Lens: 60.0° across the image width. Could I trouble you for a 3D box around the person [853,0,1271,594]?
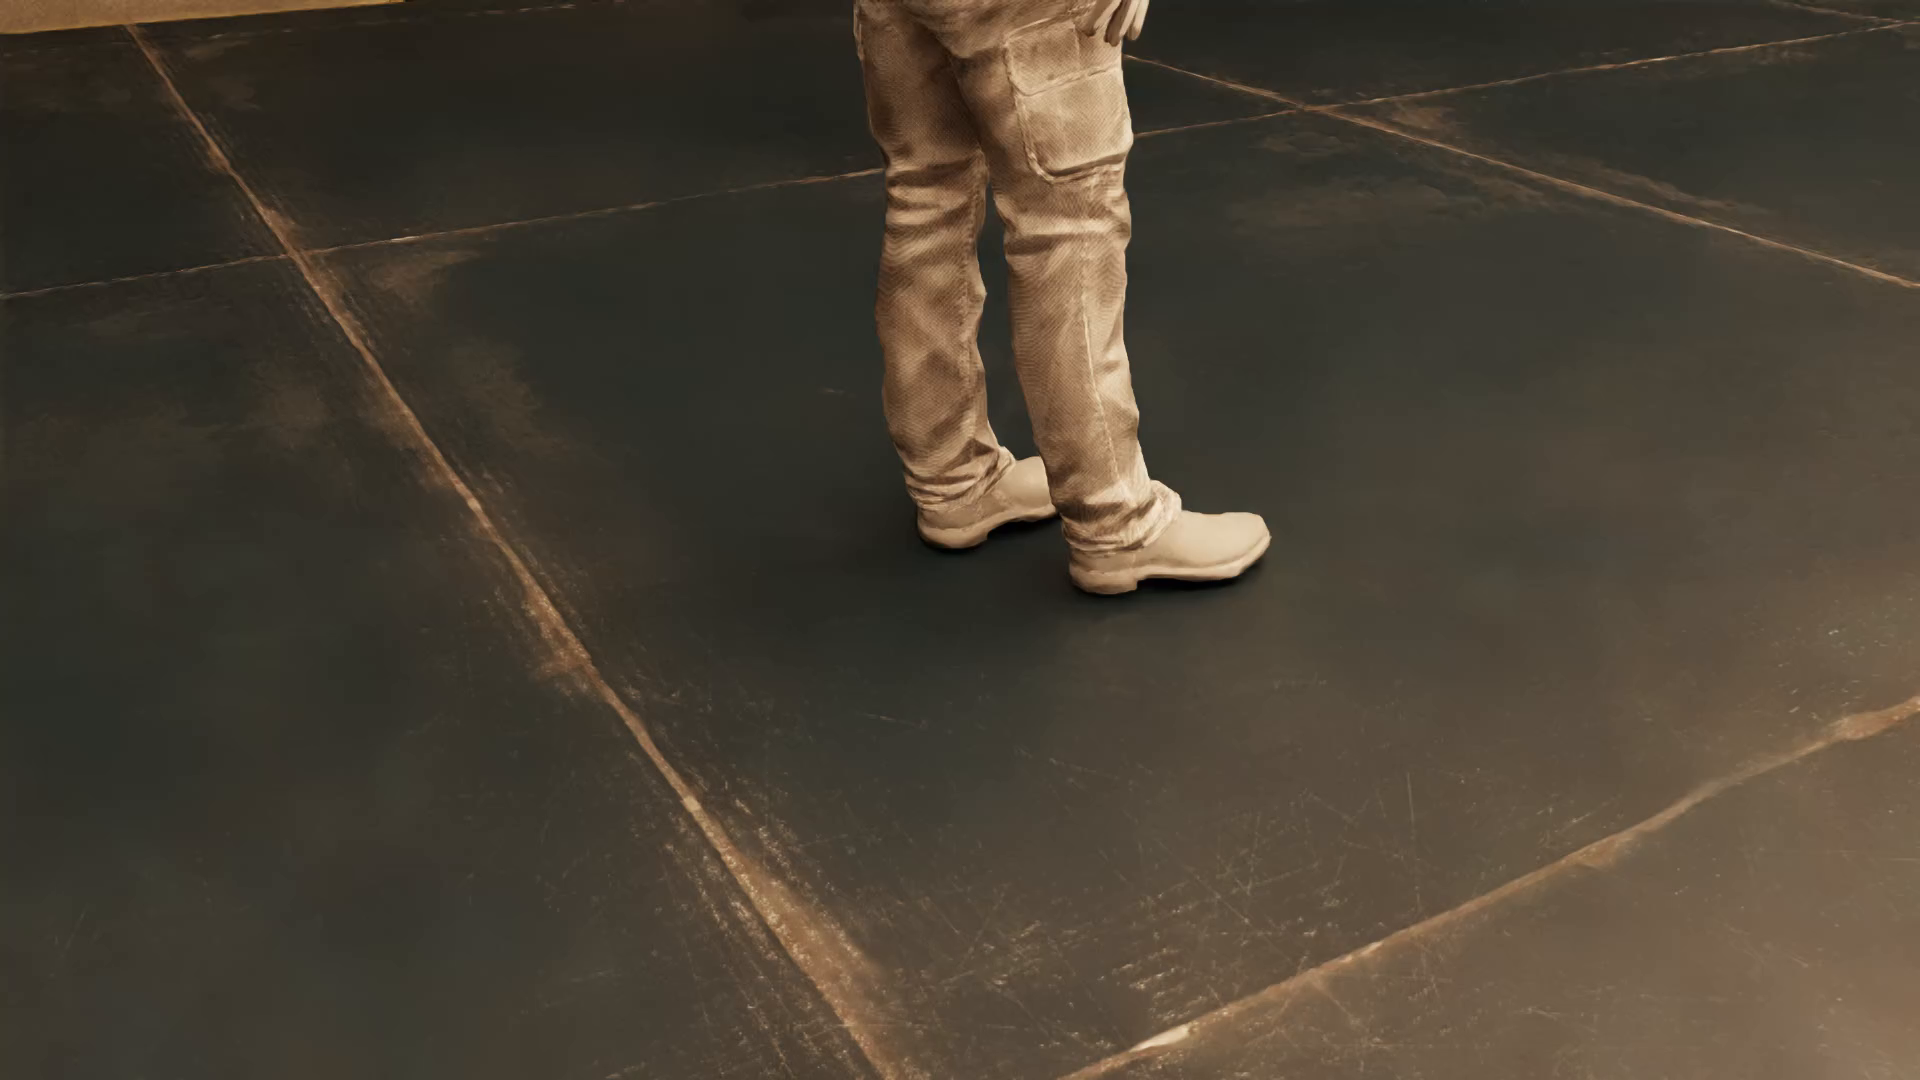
[{"bbox_3d":[0.066,-0.815,2.119,0.576,1.782,0.655,-15,30,-26],"label":"person"}]
